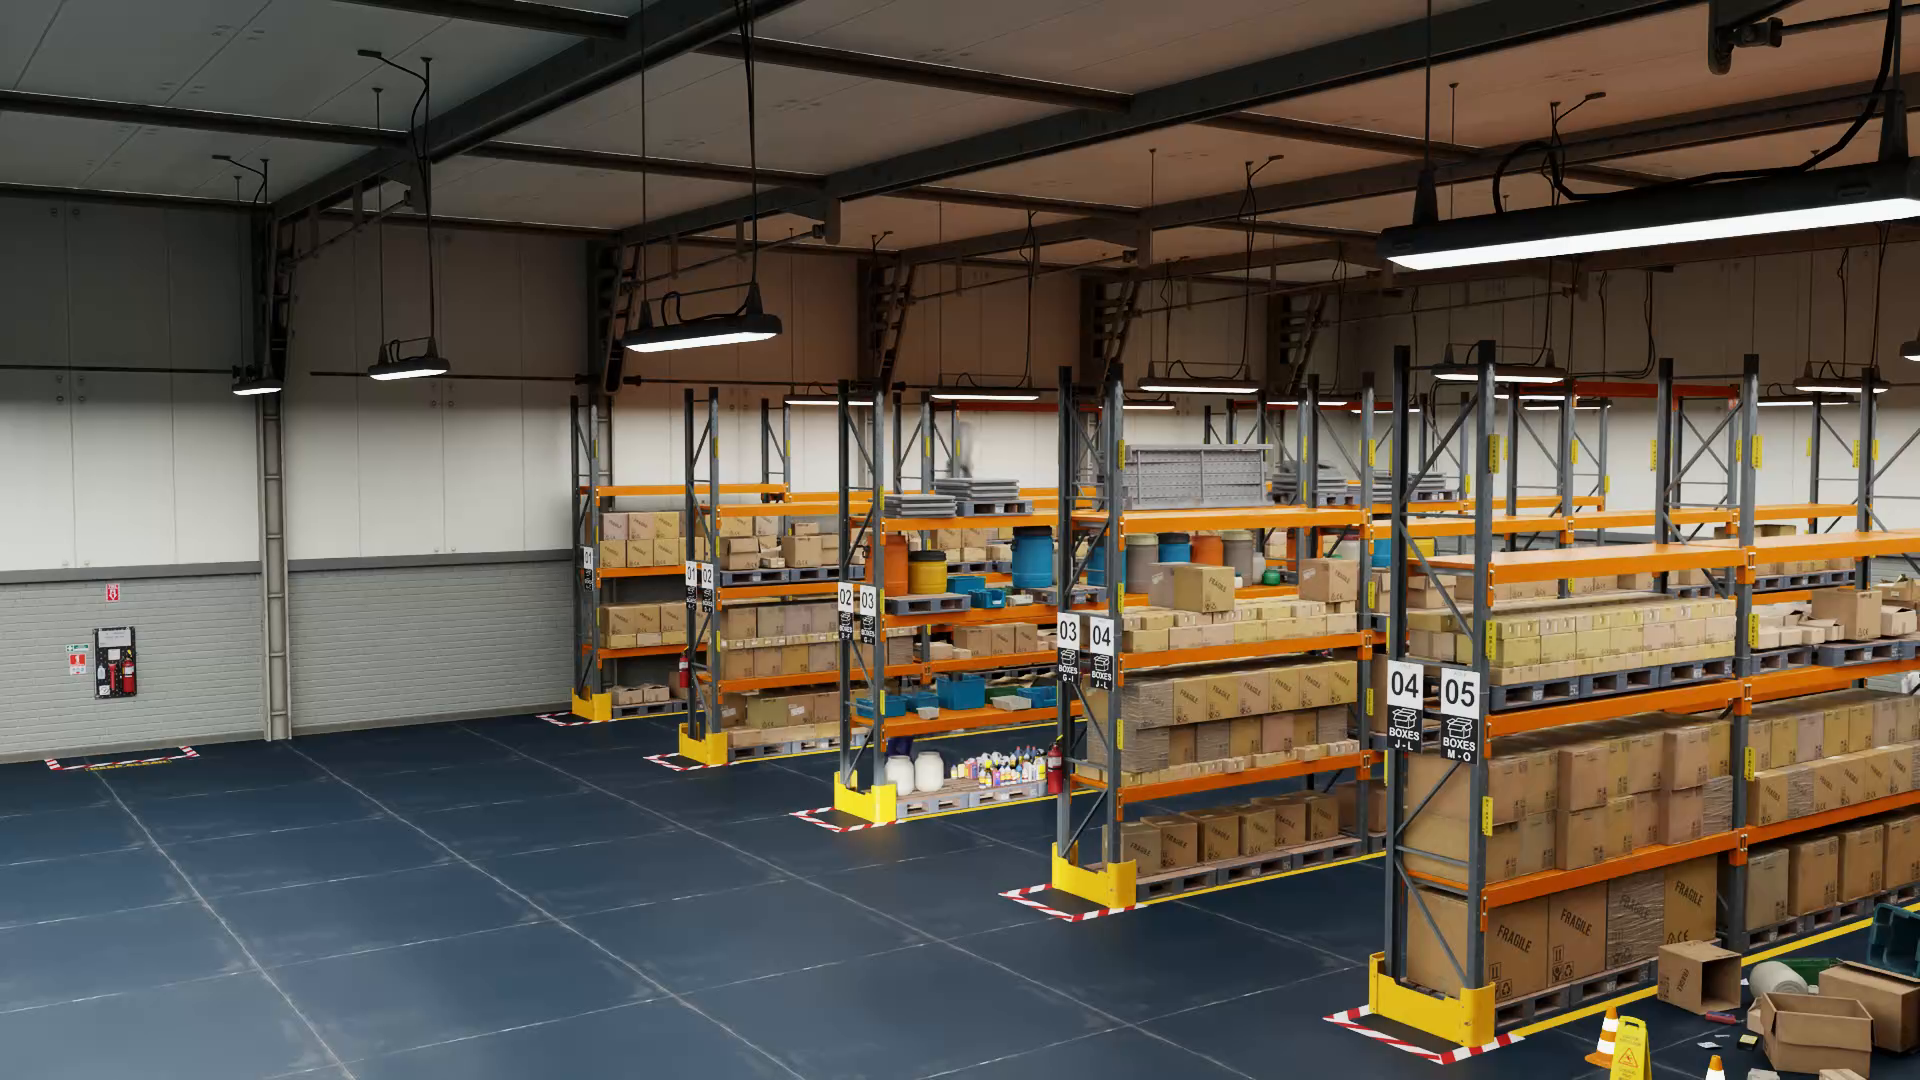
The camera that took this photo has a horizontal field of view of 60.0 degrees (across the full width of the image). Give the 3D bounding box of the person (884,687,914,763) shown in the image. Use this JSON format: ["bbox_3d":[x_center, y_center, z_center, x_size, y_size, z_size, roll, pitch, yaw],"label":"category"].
[{"bbox_3d":[-0.996,2.926,25.080,0.634,1.476,0.790,2,4,35],"label":"person"}]

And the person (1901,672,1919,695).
[{"bbox_3d":[15.536,2.721,26.853,0.615,1.718,0.783,2,4,30],"label":"person"}]
